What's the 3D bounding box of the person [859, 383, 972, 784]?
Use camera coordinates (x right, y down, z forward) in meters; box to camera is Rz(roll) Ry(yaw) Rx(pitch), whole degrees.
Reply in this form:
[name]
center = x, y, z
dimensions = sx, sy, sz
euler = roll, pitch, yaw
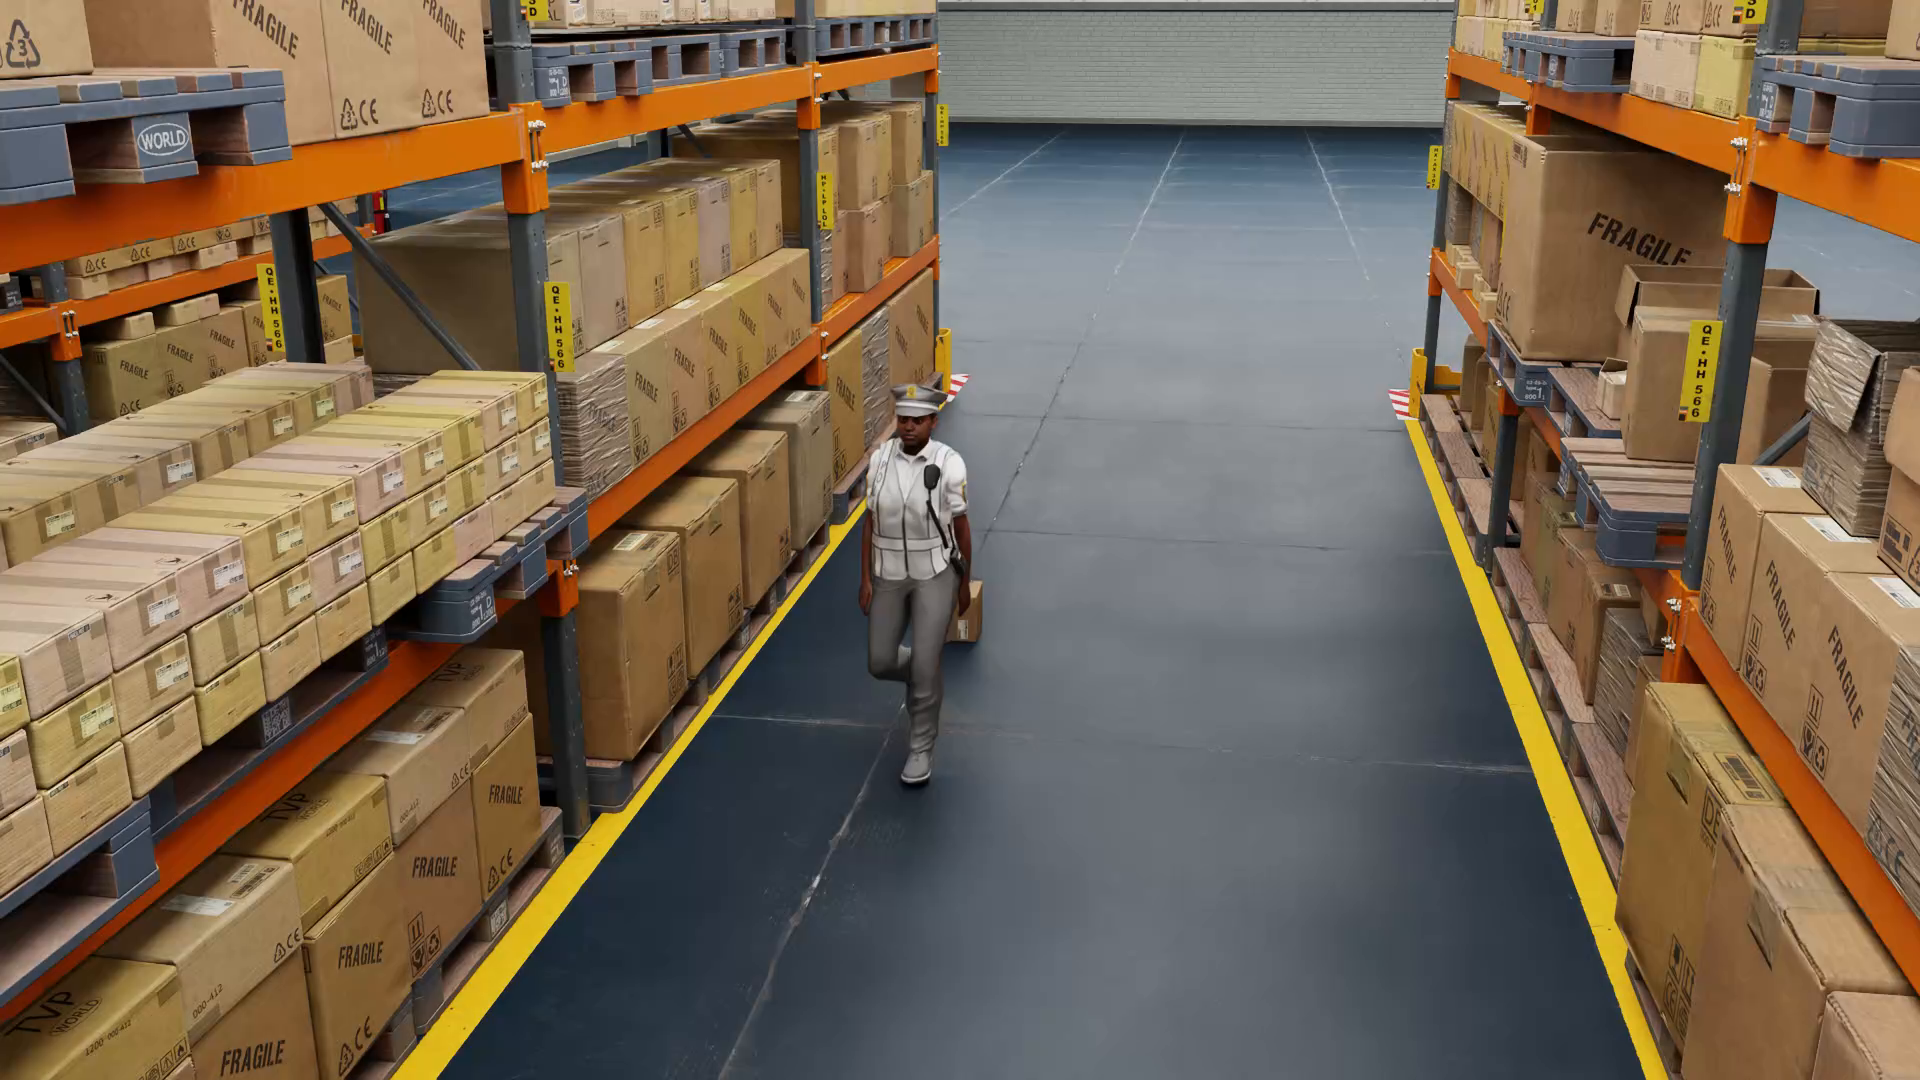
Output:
[person]
center = -0.181, 0.134, 7.043
dimensions = 0.465, 1.675, 0.663
euler = 5, 19, 15
